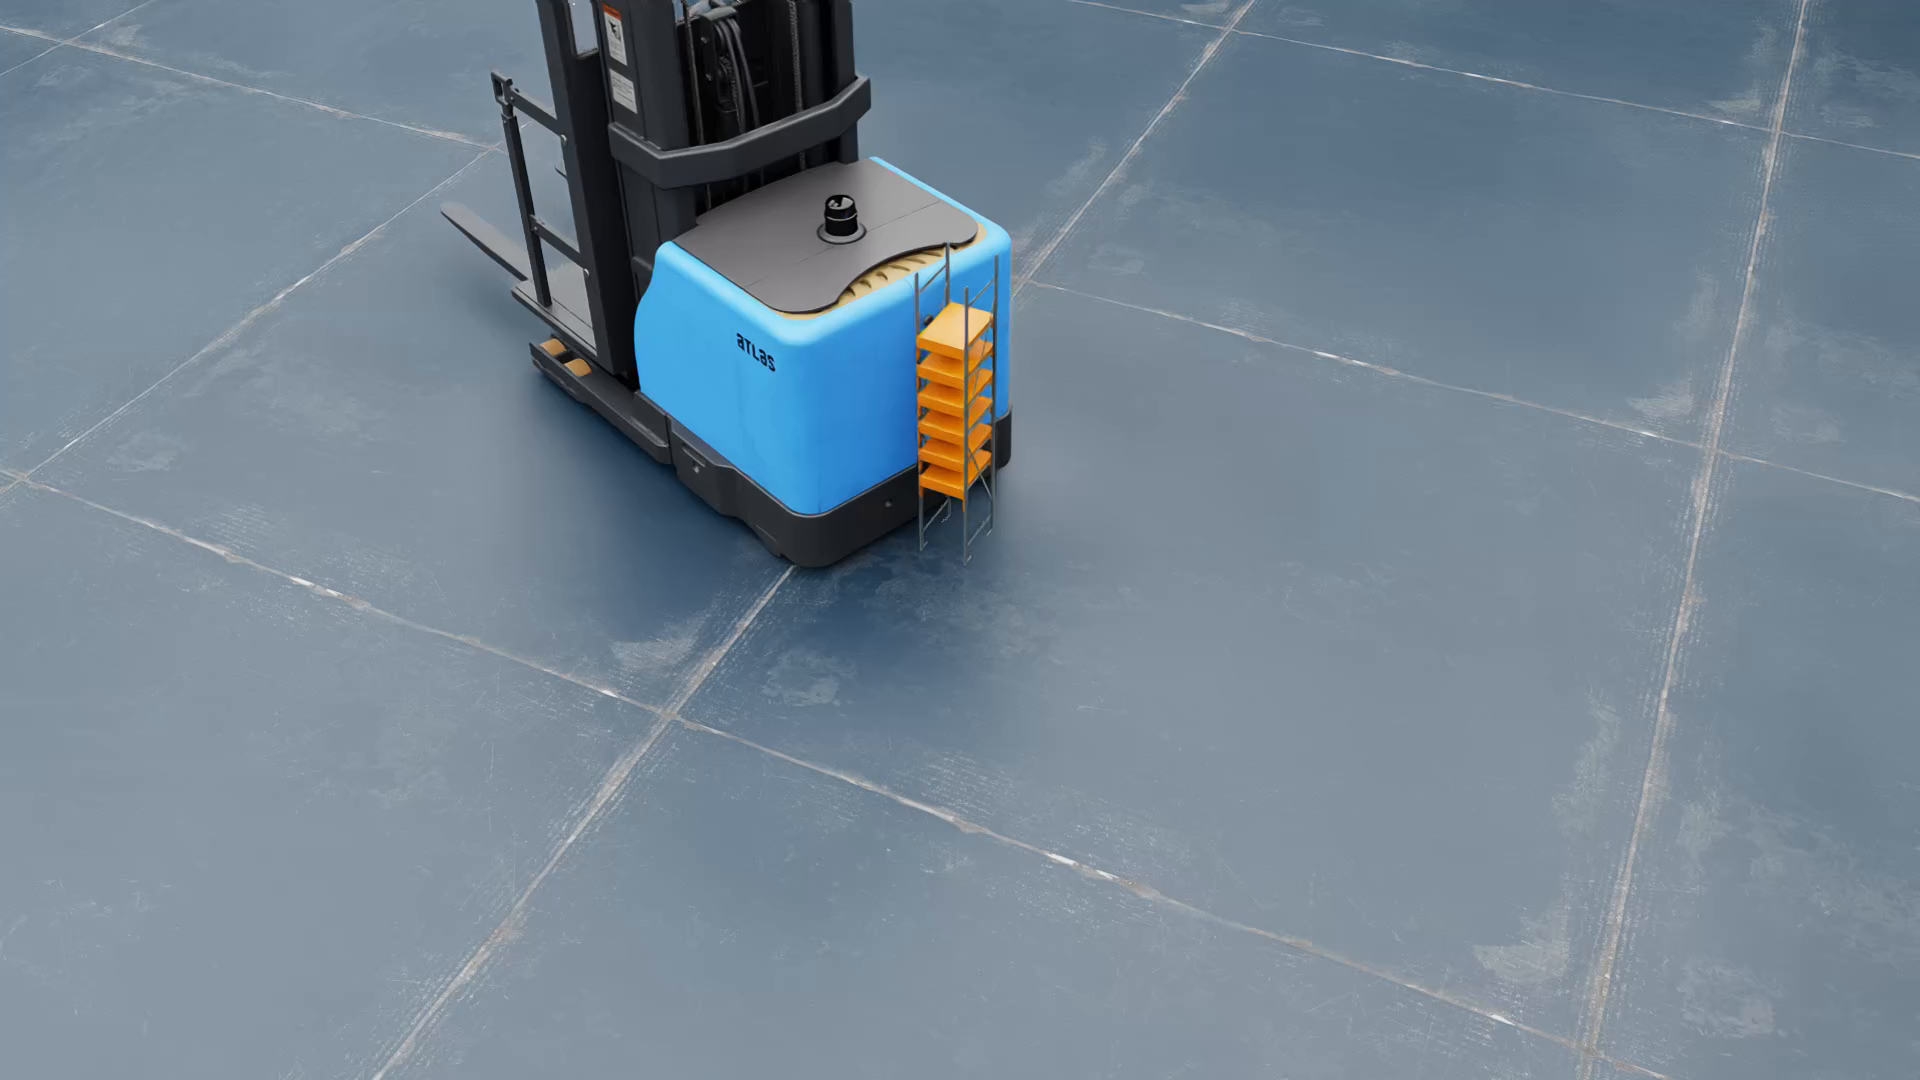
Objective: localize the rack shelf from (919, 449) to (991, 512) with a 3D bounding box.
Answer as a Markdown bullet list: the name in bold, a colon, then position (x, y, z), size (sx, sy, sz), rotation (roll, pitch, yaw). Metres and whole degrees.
- **rack shelf**: position (-0.010, -0.239, 6.044), size (0.180, 0.103, 0.258), rotation (19, 44, 20)

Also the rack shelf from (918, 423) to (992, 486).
- **rack shelf**: position (-0.010, -0.330, 5.965), size (0.180, 0.103, 0.258), rotation (19, 44, 20)

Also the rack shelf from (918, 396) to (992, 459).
- **rack shelf**: position (-0.010, -0.420, 5.887), size (0.180, 0.103, 0.258), rotation (19, 44, 20)

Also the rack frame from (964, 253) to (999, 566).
- **rack frame**: position (0.071, -0.427, 5.826), size (0.006, 1.200, 0.240), rotation (19, 44, 20)

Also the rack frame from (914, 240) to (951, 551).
- **rack frame**: position (-0.091, -0.481, 5.889), size (0.006, 1.200, 0.240), rotation (19, 44, 20)

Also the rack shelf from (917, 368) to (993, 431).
- **rack shelf**: position (-0.010, -0.511, 5.808), size (0.180, 0.103, 0.258), rotation (19, 44, 20)

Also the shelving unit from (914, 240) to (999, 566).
- **shelving unit**: position (-0.010, -0.454, 5.858), size (0.189, 1.200, 0.258), rotation (19, 44, 20)

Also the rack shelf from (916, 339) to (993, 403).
- **rack shelf**: position (-0.010, -0.602, 5.730), size (0.180, 0.103, 0.258), rotation (19, 44, 20)

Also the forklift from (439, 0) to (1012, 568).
- **forklift**: position (-1.156, -1.892, 6.195), size (1.130, 2.935, 3.031), rotation (-30, 49, -30)

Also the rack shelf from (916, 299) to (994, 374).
- **rack shelf**: position (-0.010, -0.692, 5.651), size (0.180, 0.103, 0.258), rotation (19, 44, 20)
